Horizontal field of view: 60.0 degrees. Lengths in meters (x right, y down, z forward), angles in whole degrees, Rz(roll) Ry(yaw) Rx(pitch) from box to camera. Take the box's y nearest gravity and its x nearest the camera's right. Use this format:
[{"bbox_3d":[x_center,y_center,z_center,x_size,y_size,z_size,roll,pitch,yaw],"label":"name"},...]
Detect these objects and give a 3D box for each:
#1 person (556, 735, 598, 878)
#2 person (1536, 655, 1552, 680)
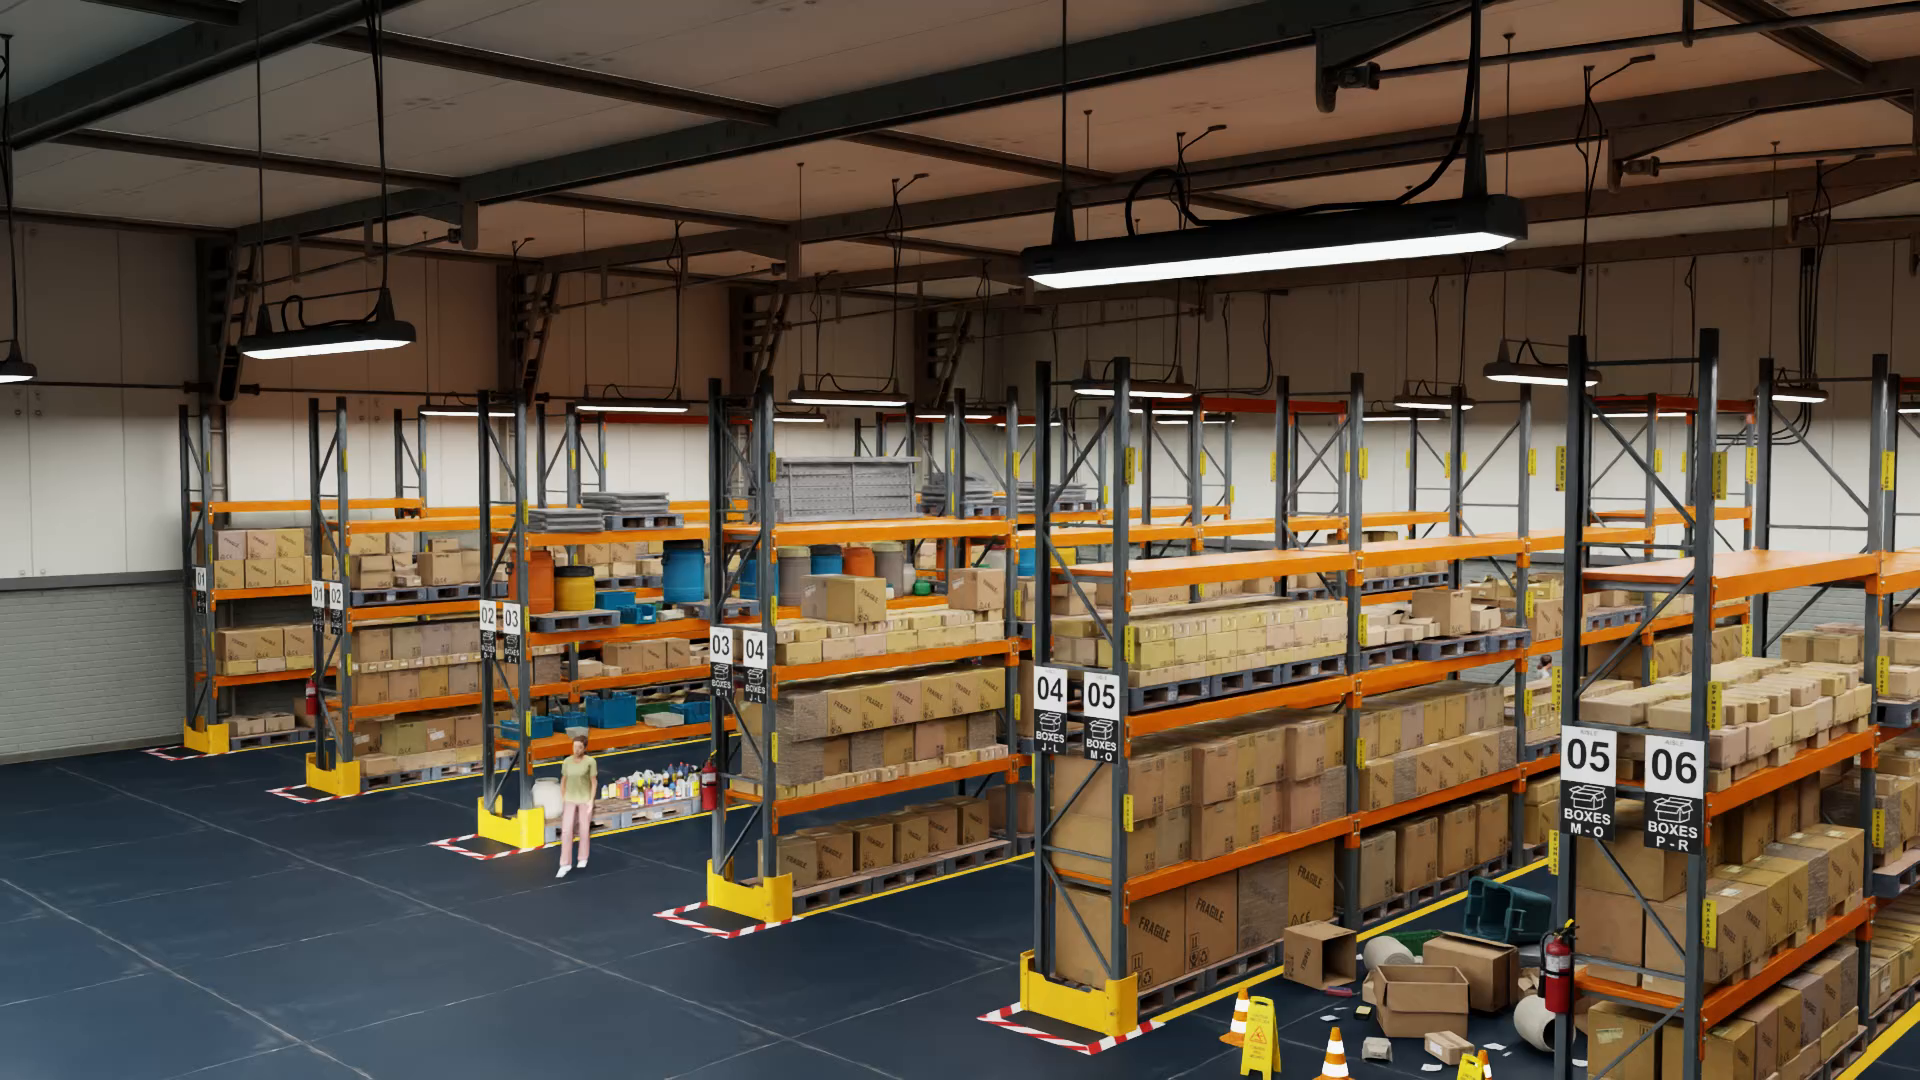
[{"bbox_3d":[-4.713,3.270,20.502,0.487,1.721,0.613,0,3,-6],"label":"person"},{"bbox_3d":[10.059,2.832,28.697,0.351,1.719,0.471,0,3,3],"label":"person"}]
